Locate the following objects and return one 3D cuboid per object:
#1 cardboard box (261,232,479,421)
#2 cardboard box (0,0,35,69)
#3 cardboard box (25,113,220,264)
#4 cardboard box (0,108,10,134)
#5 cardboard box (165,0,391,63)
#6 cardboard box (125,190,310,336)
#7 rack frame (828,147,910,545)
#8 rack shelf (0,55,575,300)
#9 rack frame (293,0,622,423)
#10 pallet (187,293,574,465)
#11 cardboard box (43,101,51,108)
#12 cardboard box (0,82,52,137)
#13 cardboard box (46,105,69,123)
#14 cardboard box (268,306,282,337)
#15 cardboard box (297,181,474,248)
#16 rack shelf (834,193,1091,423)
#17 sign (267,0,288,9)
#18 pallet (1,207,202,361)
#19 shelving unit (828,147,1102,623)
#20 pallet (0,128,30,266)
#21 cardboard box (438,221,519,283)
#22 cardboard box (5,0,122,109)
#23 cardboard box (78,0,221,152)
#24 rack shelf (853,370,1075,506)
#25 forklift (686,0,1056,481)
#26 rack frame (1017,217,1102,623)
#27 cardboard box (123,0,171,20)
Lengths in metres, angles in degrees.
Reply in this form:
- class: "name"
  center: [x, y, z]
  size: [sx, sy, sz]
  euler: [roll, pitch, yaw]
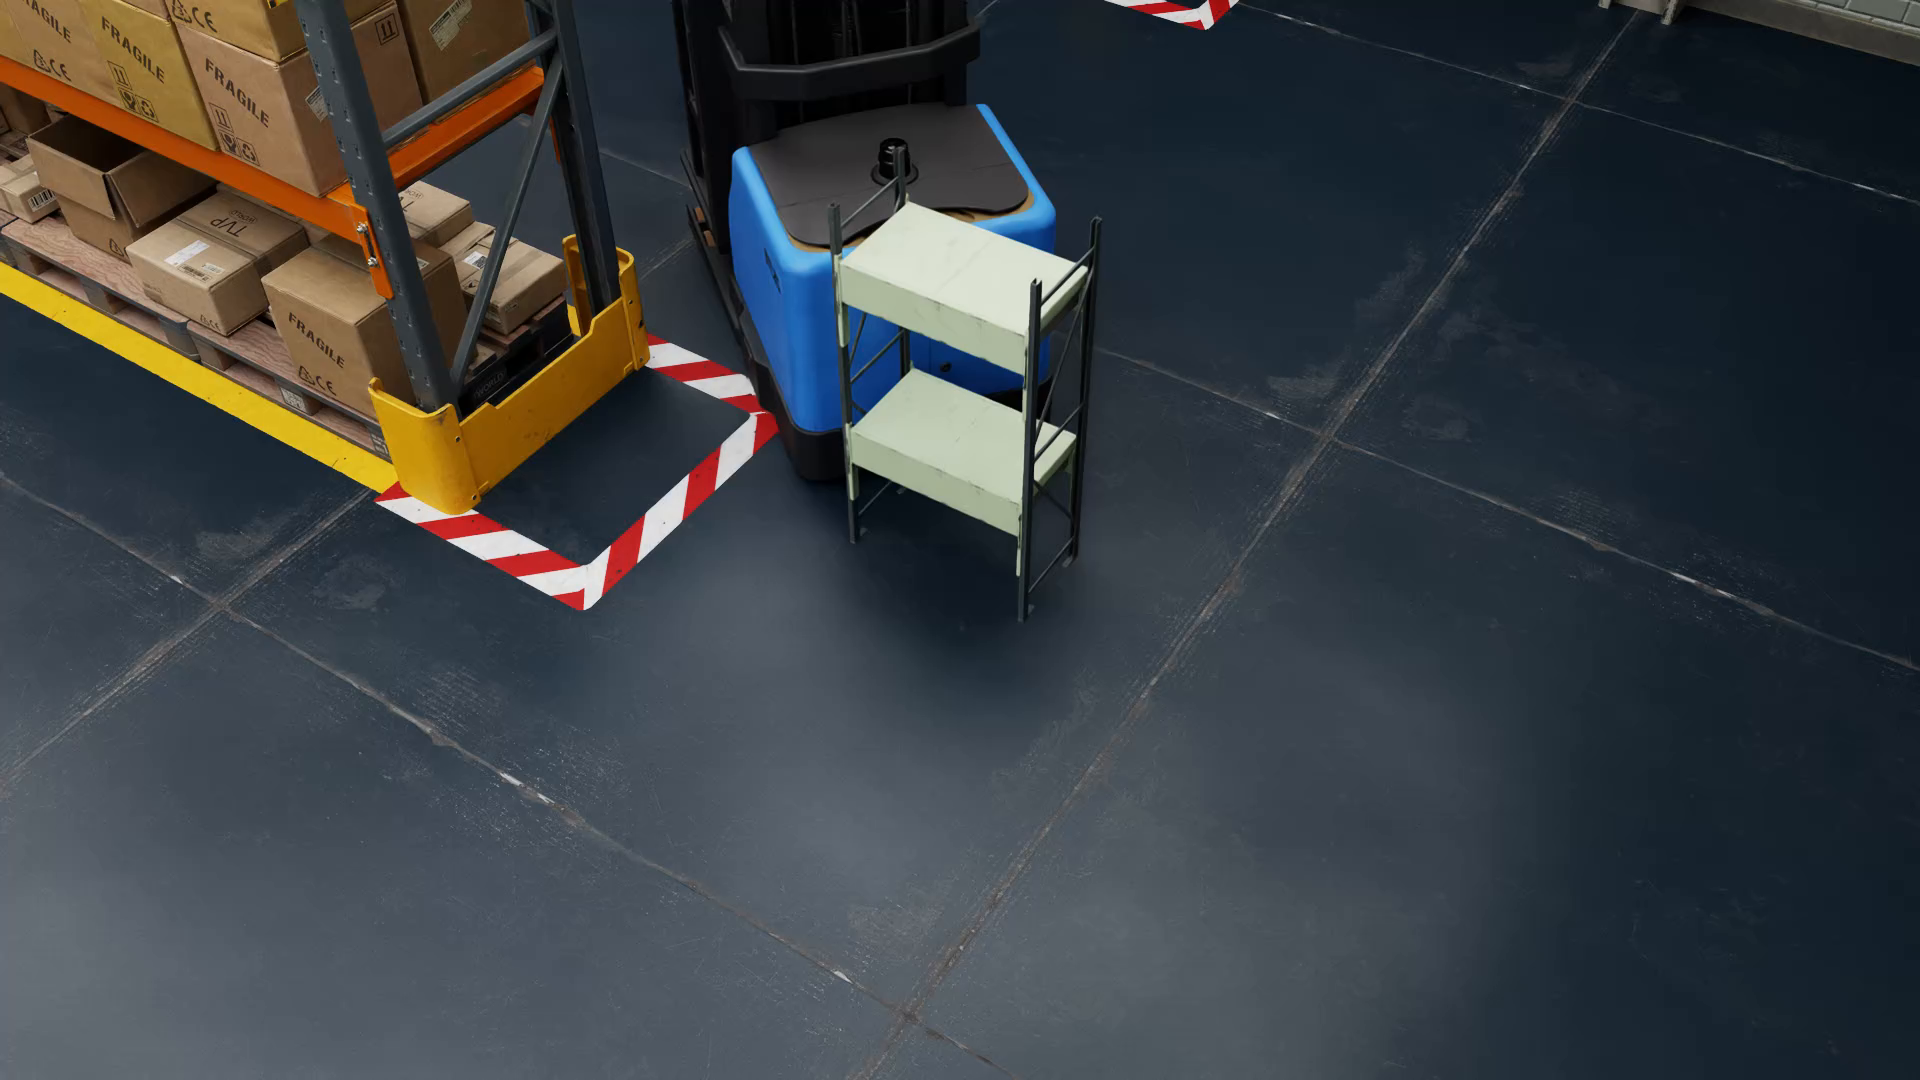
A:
- class: "cardboard box"
  center: [-2.265, -0.855, 6.426]
  size: [0.500, 0.500, 0.500]
  euler: [25, 51, 22]
- class: "cardboard box"
  center: [-3.478, -2.146, 6.174]
  size: [0.500, 0.500, 0.500]
  euler: [24, 50, 22]
- class: "cardboard box"
  center: [-3.457, -1.619, 7.166]
  size: [0.637, 0.503, 0.797]
  euler: [25, 51, 22]
- class: "cardboard box"
  center: [-4.805, -1.983, 7.654]
  size: [0.500, 0.311, 0.500]
  euler: [25, 51, 22]
- class: "cardboard box"
  center: [-2.197, -1.901, 5.239]
  size: [0.500, 0.500, 0.500]
  euler: [24, 51, 22]
- class: "cardboard box"
  center: [-3.049, -1.154, 6.890]
  size: [0.500, 0.250, 0.500]
  euler: [25, 51, 22]
- class: "rack frame"
  center: [-0.296, -0.630, 5.817]
  size: [0.023, 1.500, 0.400]
  euler: [24, 51, 22]
- class: "rack shelf"
  center: [-3.358, -2.035, 6.637]
  size: [4.000, 0.370, 1.077]
  euler: [25, 51, 22]
- class: "rack frame"
  center: [-1.674, -1.511, 5.627]
  size: [0.127, 3.000, 1.000]
  euler: [25, 51, 22]
- class: "pallet"
  center: [-2.410, -0.877, 6.955]
  size: [1.213, 0.211, 1.003]
  euler: [25, 51, 22]
- class: "cardboard box"
  center: [-4.061, -2.061, 7.843]
  size: [0.250, 0.149, 0.380]
  euler: [25, 51, 22]
- class: "cardboard box"
  center: [-4.409, -2.293, 7.823]
  size: [0.500, 0.500, 0.500]
  euler: [25, 51, 22]
- class: "cardboard box"
  center: [-3.777, -1.937, 7.608]
  size: [0.500, 0.311, 0.500]
  euler: [25, 51, 22]
- class: "cardboard box"
  center: [-2.557, -0.950, 6.751]
  size: [0.250, 0.166, 0.380]
  euler: [25, 51, 22]
- class: "cardboard box"
  center: [-2.400, -1.282, 7.014]
  size: [0.500, 0.250, 0.500]
  euler: [25, 51, 22]
- class: "rack shelf"
  center: [0.013, -0.762, 5.401]
  size: [0.720, 0.370, 0.431]
  euler: [24, 51, 22]
- class: "sign"
  center: [-1.991, -1.698, 4.780]
  size: [0.005, 0.325, 0.100]
  euler: [25, 51, 22]
- class: "pallet"
  center: [-3.433, -1.350, 7.415]
  size: [1.213, 0.211, 1.003]
  euler: [25, 51, 22]
- class: "shelving unit"
  center: [0.013, -0.490, 5.680]
  size: [0.755, 1.500, 0.431]
  euler: [24, 51, 22]
- class: "pallet"
  center: [-4.464, -1.822, 7.873]
  size: [1.213, 0.211, 1.003]
  euler: [25, 51, 22]
- class: "cardboard box"
  center: [-2.052, -1.144, 6.939]
  size: [0.250, 0.166, 0.380]
  euler: [25, 51, 22]
- class: "cardboard box"
  center: [-3.054, -1.950, 5.984]
  size: [0.500, 0.500, 0.500]
  euler: [25, 51, 22]
- class: "cardboard box"
  center: [-2.637, -1.754, 5.793]
  size: [0.500, 0.500, 0.500]
  euler: [25, 51, 22]
- class: "rack shelf"
  center: [0.013, -0.331, 5.844]
  size: [0.686, 0.124, 0.368]
  euler: [24, 51, 22]
- class: "forklift"
  center: [-0.595, -2.326, 6.466]
  size: [1.130, 2.935, 3.031]
  euler: [-14, 47, -13]
- class: "rack frame"
  center: [0.323, -0.350, 5.544]
  size: [0.023, 1.500, 0.400]
  euler: [24, 51, 22]
- class: "cardboard box"
  center: [-2.623, -2.096, 5.428]
  size: [0.500, 0.500, 0.500]
  euler: [26, 51, 23]
